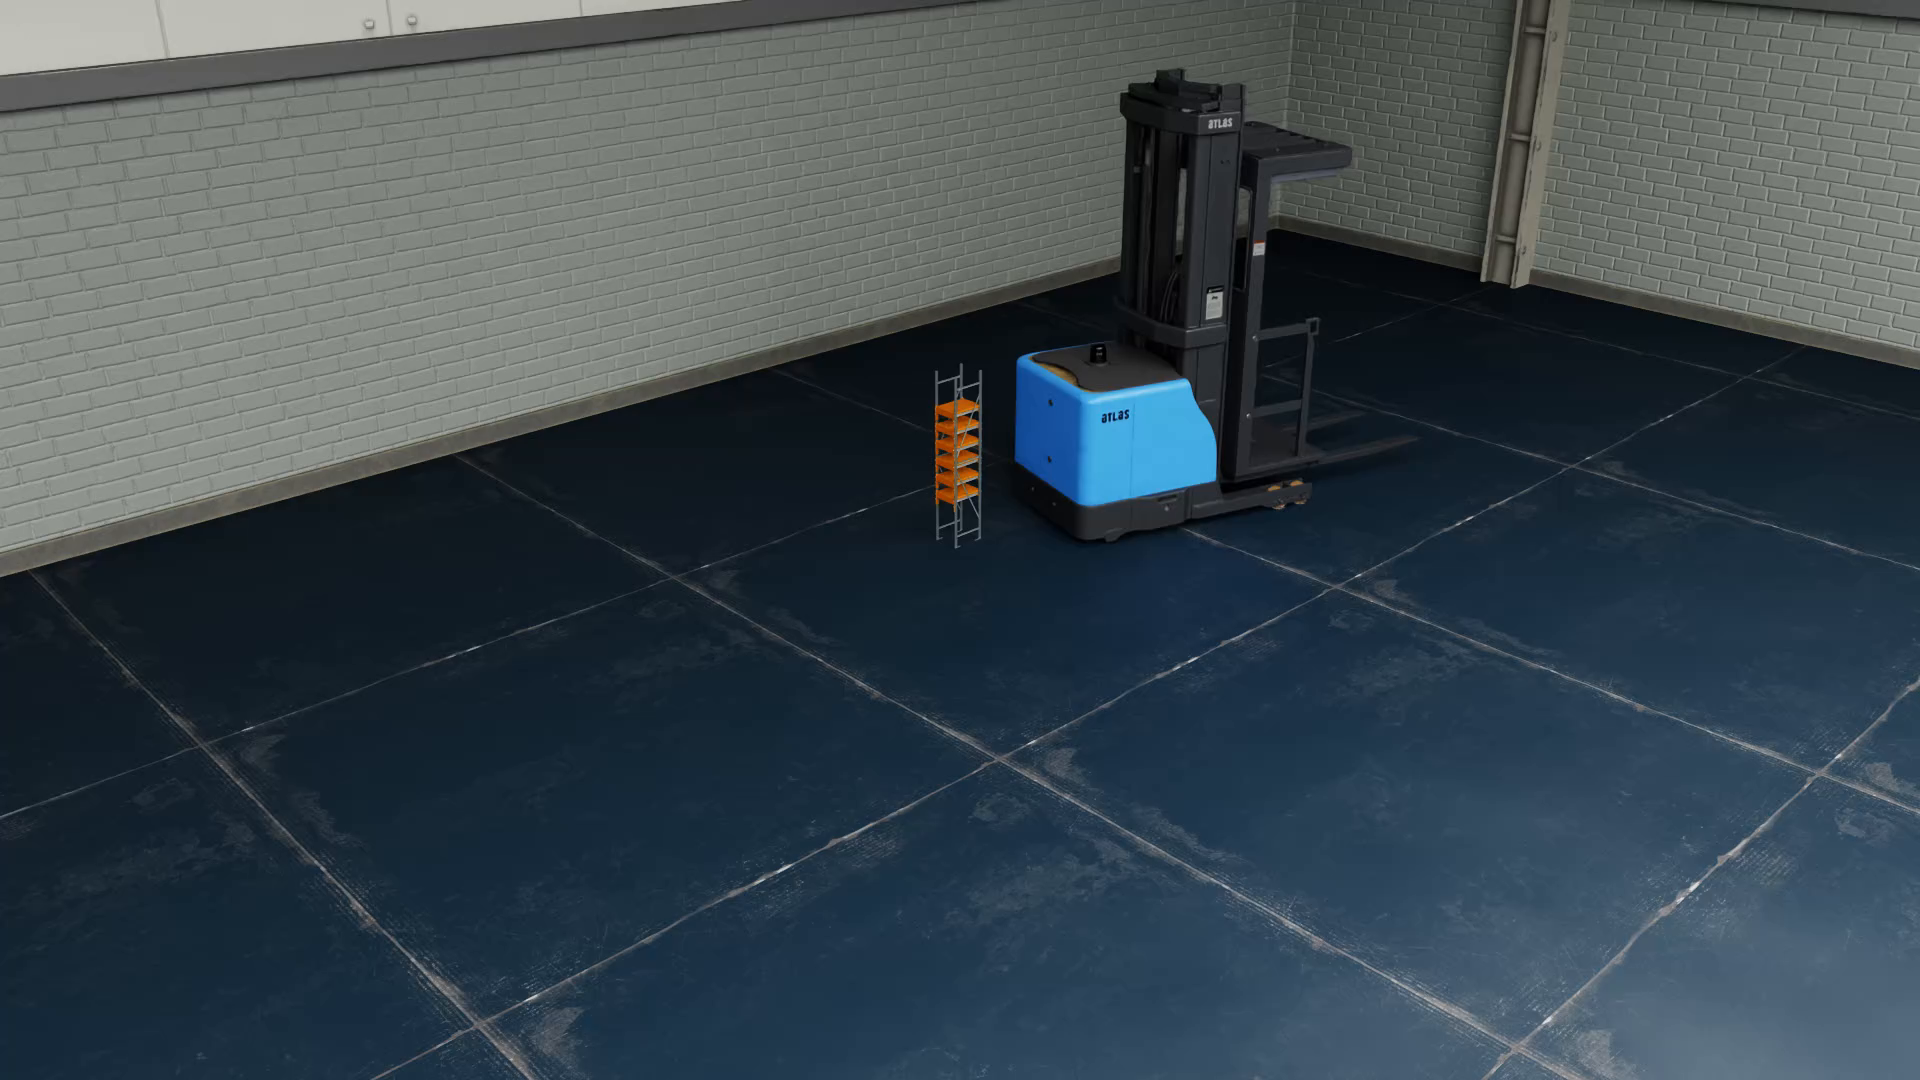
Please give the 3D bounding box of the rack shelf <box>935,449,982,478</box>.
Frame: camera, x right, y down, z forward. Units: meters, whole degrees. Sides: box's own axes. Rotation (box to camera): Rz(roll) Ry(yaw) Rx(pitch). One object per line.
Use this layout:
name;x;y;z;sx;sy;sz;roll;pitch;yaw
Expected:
rack shelf;-0.010;-0.510;11.029;0.258;0.103;0.180;-21;32;-38

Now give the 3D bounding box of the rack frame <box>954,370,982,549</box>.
rack frame;0.053;-0.523;10.950;0.240;1.200;0.006;-21;32;-38

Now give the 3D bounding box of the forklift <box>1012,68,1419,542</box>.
forklift;1.923;-1.730;11.511;3.031;2.935;1.130;-12;27;-24

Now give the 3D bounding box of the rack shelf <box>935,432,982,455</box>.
rack shelf;-0.010;-0.619;10.979;0.258;0.103;0.180;-21;32;-38

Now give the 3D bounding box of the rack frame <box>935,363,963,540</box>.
rack frame;-0.072;-0.578;11.071;0.240;1.200;0.006;-21;32;-38

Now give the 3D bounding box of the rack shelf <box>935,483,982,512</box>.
rack shelf;-0.010;-0.291;11.129;0.258;0.103;0.180;-21;32;-38

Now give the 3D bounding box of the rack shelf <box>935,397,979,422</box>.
rack shelf;-0.010;-0.837;10.880;0.258;0.103;0.180;-21;32;-38

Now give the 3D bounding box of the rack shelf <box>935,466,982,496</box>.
rack shelf;-0.010;-0.401;11.079;0.258;0.103;0.180;-21;32;-38

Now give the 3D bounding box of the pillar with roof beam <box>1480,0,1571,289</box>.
pillar with roof beam;2.442;-5.519;12.505;9.100;9.000;0.400;-21;32;-38

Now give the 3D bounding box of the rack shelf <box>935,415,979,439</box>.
rack shelf;-0.010;-0.728;10.929;0.258;0.103;0.180;-21;32;-38

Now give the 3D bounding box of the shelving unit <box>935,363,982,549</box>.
shelving unit;-0.010;-0.550;11.011;0.258;1.200;0.189;-21;32;-38
